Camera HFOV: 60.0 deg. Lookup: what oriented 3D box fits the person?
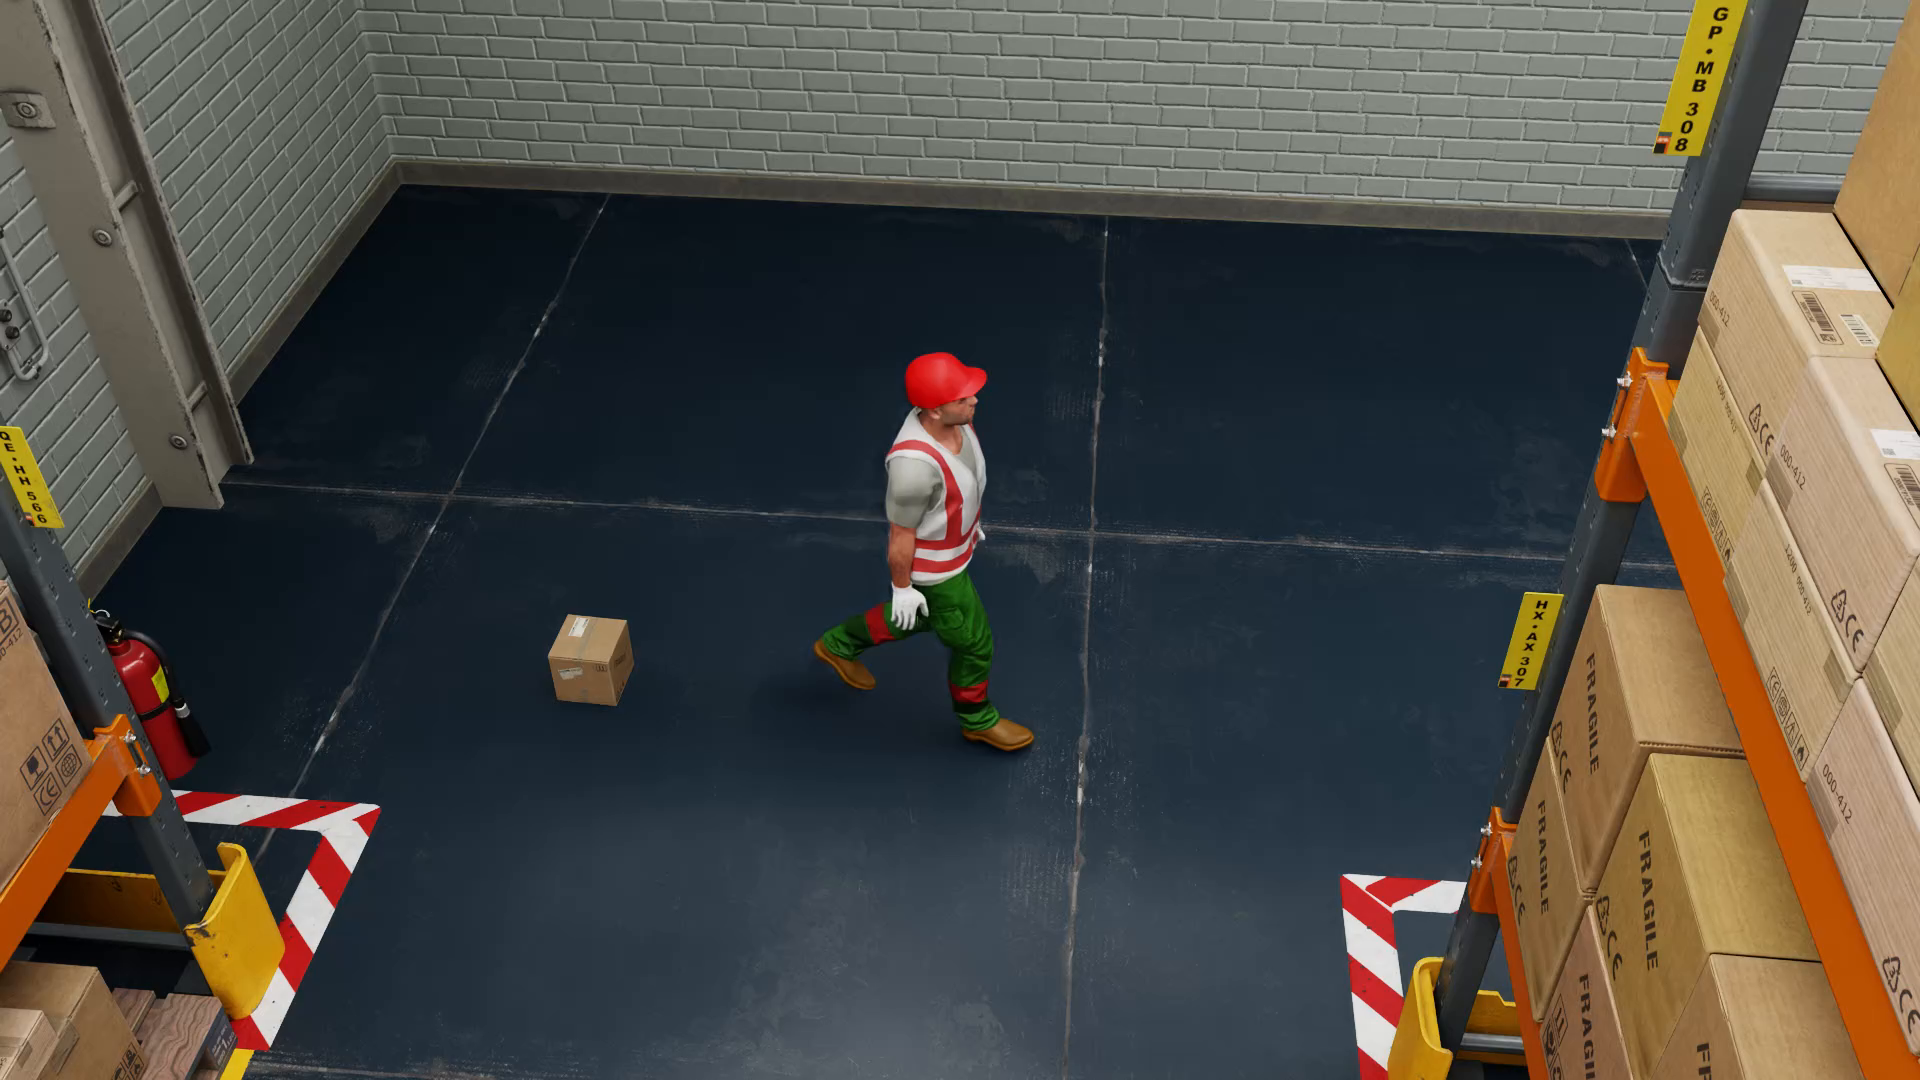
[{"bbox_3d":[-0.145,0.028,6.098,0.926,1.763,0.566,9,40,10],"label":"person"}]
